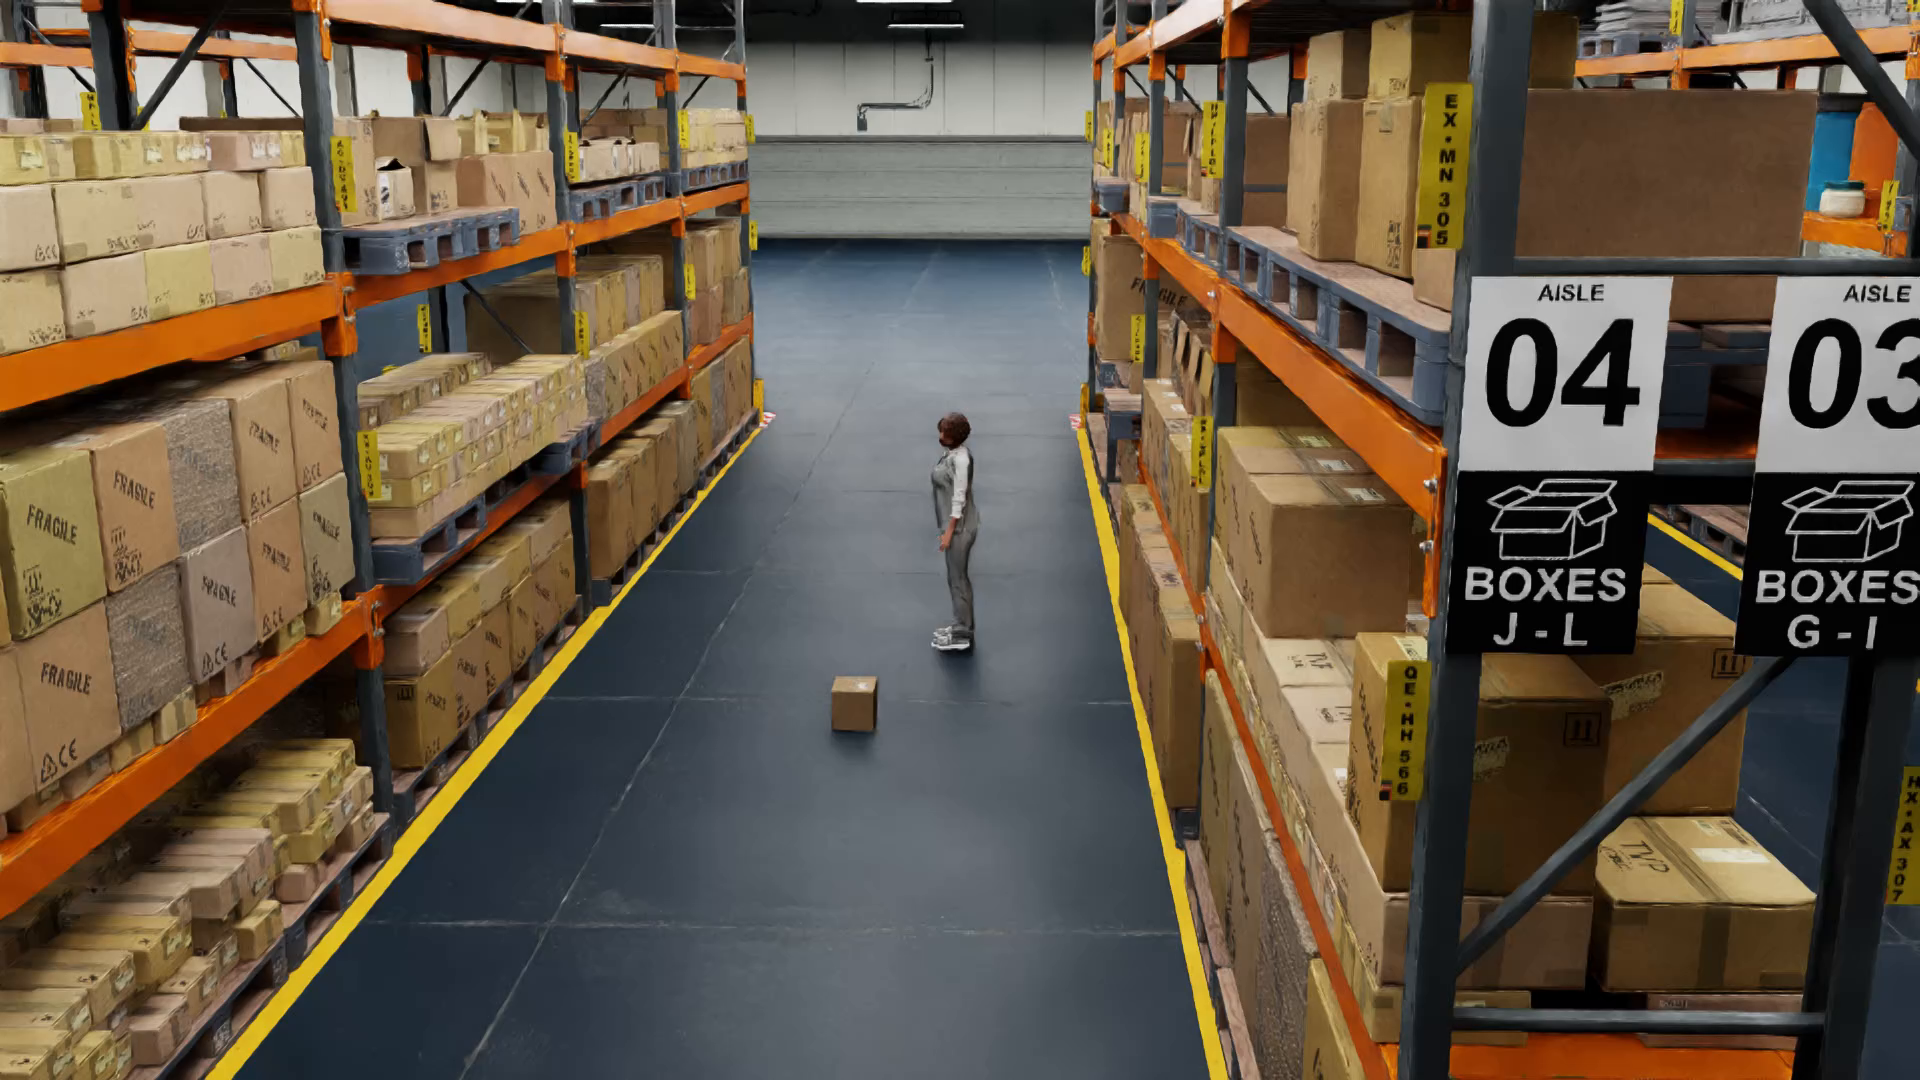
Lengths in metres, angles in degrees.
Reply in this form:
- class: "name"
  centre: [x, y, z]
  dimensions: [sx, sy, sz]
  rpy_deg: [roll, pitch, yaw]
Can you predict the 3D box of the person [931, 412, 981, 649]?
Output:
- class: "person"
  centre: [-0.036, -0.063, 11.173]
  dimensions: [0.339, 1.605, 0.467]
  rpy_deg: [-2, 14, -7]
